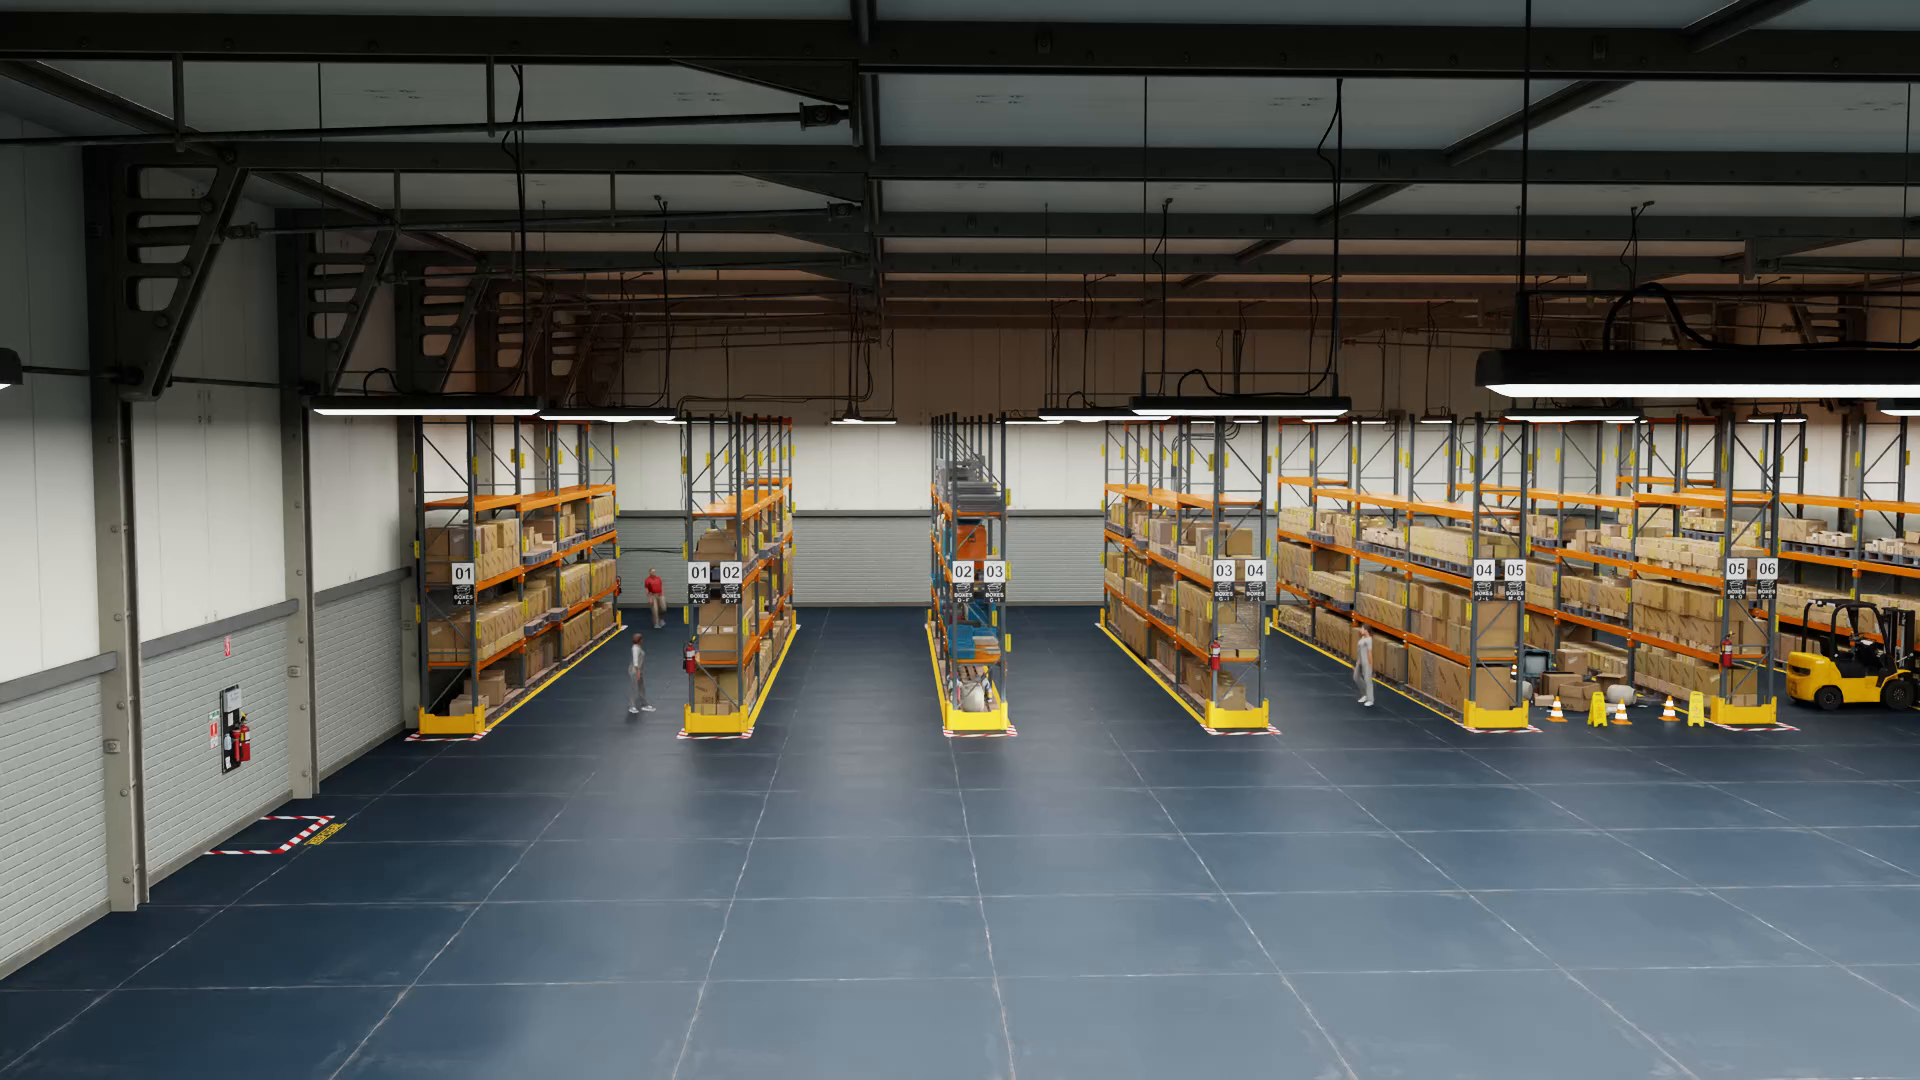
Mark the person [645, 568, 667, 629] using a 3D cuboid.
[{"bbox_3d":[-8.624,1.647,47.144,0.645,1.706,0.516,-2,4,-30],"label":"person"}]

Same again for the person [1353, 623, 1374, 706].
[{"bbox_3d":[8.358,2.550,34.197,0.386,1.687,0.542,-1,4,-9],"label":"person"}]

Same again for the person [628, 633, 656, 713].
[{"bbox_3d":[-6.418,2.660,33.372,0.491,1.598,0.470,1,4,9],"label":"person"}]
